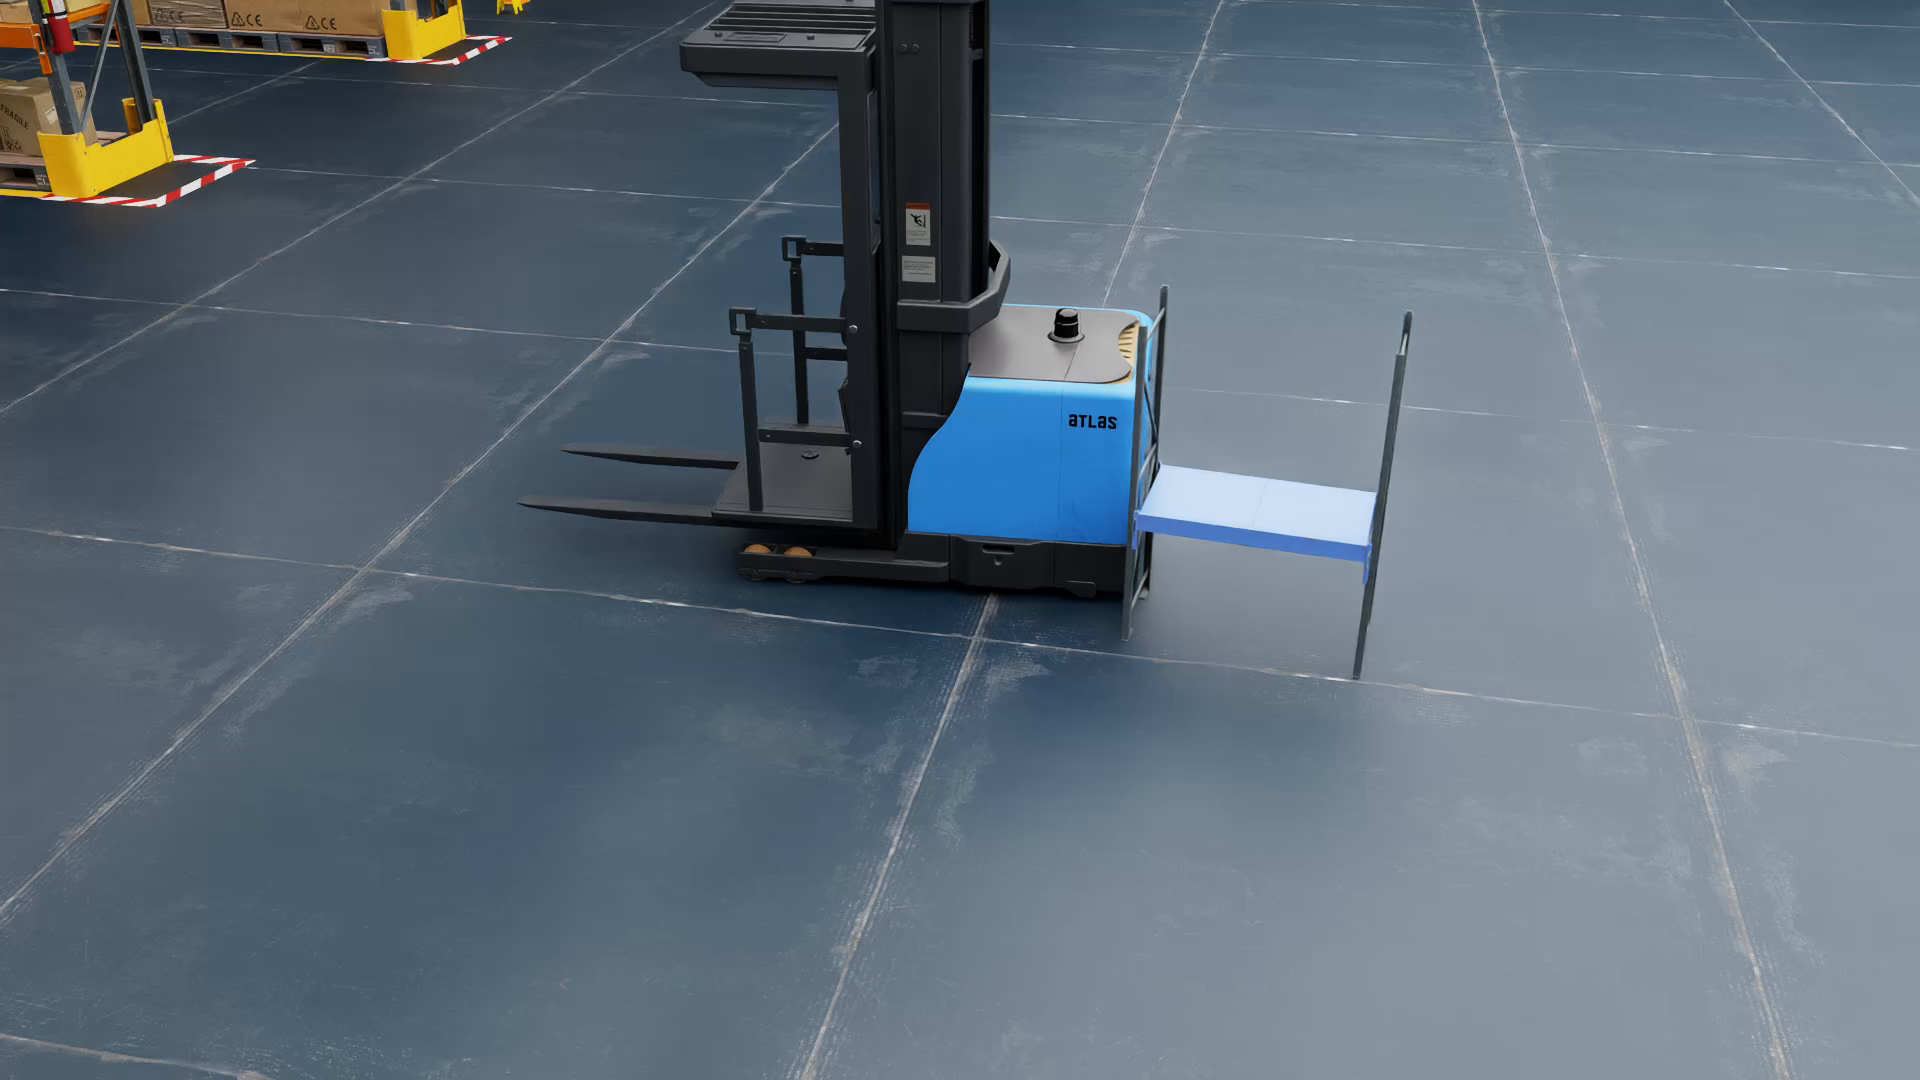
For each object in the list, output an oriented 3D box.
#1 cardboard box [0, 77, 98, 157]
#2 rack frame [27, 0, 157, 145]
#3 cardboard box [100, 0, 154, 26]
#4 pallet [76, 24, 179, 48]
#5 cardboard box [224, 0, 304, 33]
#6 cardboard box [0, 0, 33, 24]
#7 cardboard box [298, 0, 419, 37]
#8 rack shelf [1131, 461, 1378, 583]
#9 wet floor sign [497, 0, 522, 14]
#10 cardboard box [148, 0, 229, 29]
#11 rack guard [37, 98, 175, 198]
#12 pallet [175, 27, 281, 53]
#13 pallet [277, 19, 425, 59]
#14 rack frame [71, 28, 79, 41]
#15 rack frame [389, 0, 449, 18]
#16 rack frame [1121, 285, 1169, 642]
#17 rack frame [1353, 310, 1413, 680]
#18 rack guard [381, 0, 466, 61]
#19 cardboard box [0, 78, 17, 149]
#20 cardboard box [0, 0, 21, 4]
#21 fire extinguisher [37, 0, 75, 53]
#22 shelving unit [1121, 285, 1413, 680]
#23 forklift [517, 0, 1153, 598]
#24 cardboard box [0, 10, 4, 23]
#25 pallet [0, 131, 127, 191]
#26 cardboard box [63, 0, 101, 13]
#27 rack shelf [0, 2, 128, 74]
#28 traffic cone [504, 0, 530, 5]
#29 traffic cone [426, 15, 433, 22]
[{"bbox_3d":[-7.503,-3.467,13.625,0.500,0.500,0.500,11,31,20],"label":"cardboard box"},{"bbox_3d":[-6.896,-4.309,12.997,0.127,3.000,1.000,6,29,11],"label":"rack frame"},{"bbox_3d":[-9.073,-6.186,18.200,0.875,0.875,0.875,6,29,11],"label":"cardboard box"},{"bbox_3d":[-8.946,-5.693,18.429,1.213,0.211,1.003,6,29,11],"label":"pallet"},{"bbox_3d":[-7.300,-6.005,17.870,0.875,0.875,0.875,5,29,10],"label":"cardboard box"},{"bbox_3d":[-7.218,-4.131,12.933,0.250,0.149,0.380,6,29,11],"label":"cardboard box"},{"bbox_3d":[-6.439,-5.917,17.710,0.875,0.875,0.875,6,29,11],"label":"cardboard box"},{"bbox_3d":[1.294,-0.088,7.224,1.000,0.185,0.538,8,30,15],"label":"rack shelf"},{"bbox_3d":[-5.320,-6.523,19.492,0.232,0.644,0.267,1,29,2],"label":"wet floor sign"},{"bbox_3d":[-8.191,-6.097,18.039,0.875,0.875,0.875,6,29,11],"label":"cardboard box"},{"bbox_3d":[-6.971,-3.220,13.611,0.348,0.500,1.175,6,29,11],"label":"rack guard"},{"bbox_3d":[-7.749,-5.572,18.208,1.213,0.211,1.003,6,29,11],"label":"pallet"},{"bbox_3d":[-6.560,-5.449,17.983,1.213,0.211,1.003,6,29,11],"label":"pallet"},{"bbox_3d":[-9.673,-7.029,17.966,0.127,3.000,1.000,6,29,11],"label":"rack frame"},{"bbox_3d":[-5.762,-6.628,17.234,0.127,3.000,1.000,6,29,11],"label":"rack frame"},{"bbox_3d":[0.808,-0.318,7.270,0.032,1.500,0.500,8,30,15],"label":"rack frame"},{"bbox_3d":[1.779,-0.174,7.006,0.032,1.500,0.500,8,30,15],"label":"rack frame"},{"bbox_3d":[-5.738,-5.529,17.829,0.348,0.500,1.175,6,29,11],"label":"rack guard"},{"bbox_3d":[-8.095,-3.511,13.706,0.500,0.500,0.500,14,32,24],"label":"cardboard box"},{"bbox_3d":[-7.428,-4.551,13.026,0.500,0.500,0.875,6,29,11],"label":"cardboard box"},{"bbox_3d":[-6.880,-4.047,12.600,0.183,0.674,0.296,6,29,11],"label":"fire extinguisher"},{"bbox_3d":[1.294,-0.246,7.138,1.048,1.500,0.538,8,30,15],"label":"shelving unit"},{"bbox_3d":[-0.617,-1.328,7.623,3.031,2.935,1.130,4,29,7],"label":"forklift"},{"bbox_3d":[-7.462,-4.156,12.979,0.250,0.149,0.380,6,29,11],"label":"cardboard box"},{"bbox_3d":[-7.758,-3.192,13.860,1.213,0.211,1.003,6,29,11],"label":"pallet"},{"bbox_3d":[-7.125,-4.339,13.314,0.250,0.149,0.380,6,29,11],"label":"cardboard box"},{"bbox_3d":[-8.852,-4.194,13.536,4.000,0.370,1.077,6,29,11],"label":"rack shelf"},{"bbox_3d":[-5.416,-6.732,20.065,0.334,0.463,0.336,6,29,11],"label":"traffic cone"},{"bbox_3d":[-5.984,-6.236,19.158,0.334,0.463,0.336,6,29,11],"label":"traffic cone"}]
